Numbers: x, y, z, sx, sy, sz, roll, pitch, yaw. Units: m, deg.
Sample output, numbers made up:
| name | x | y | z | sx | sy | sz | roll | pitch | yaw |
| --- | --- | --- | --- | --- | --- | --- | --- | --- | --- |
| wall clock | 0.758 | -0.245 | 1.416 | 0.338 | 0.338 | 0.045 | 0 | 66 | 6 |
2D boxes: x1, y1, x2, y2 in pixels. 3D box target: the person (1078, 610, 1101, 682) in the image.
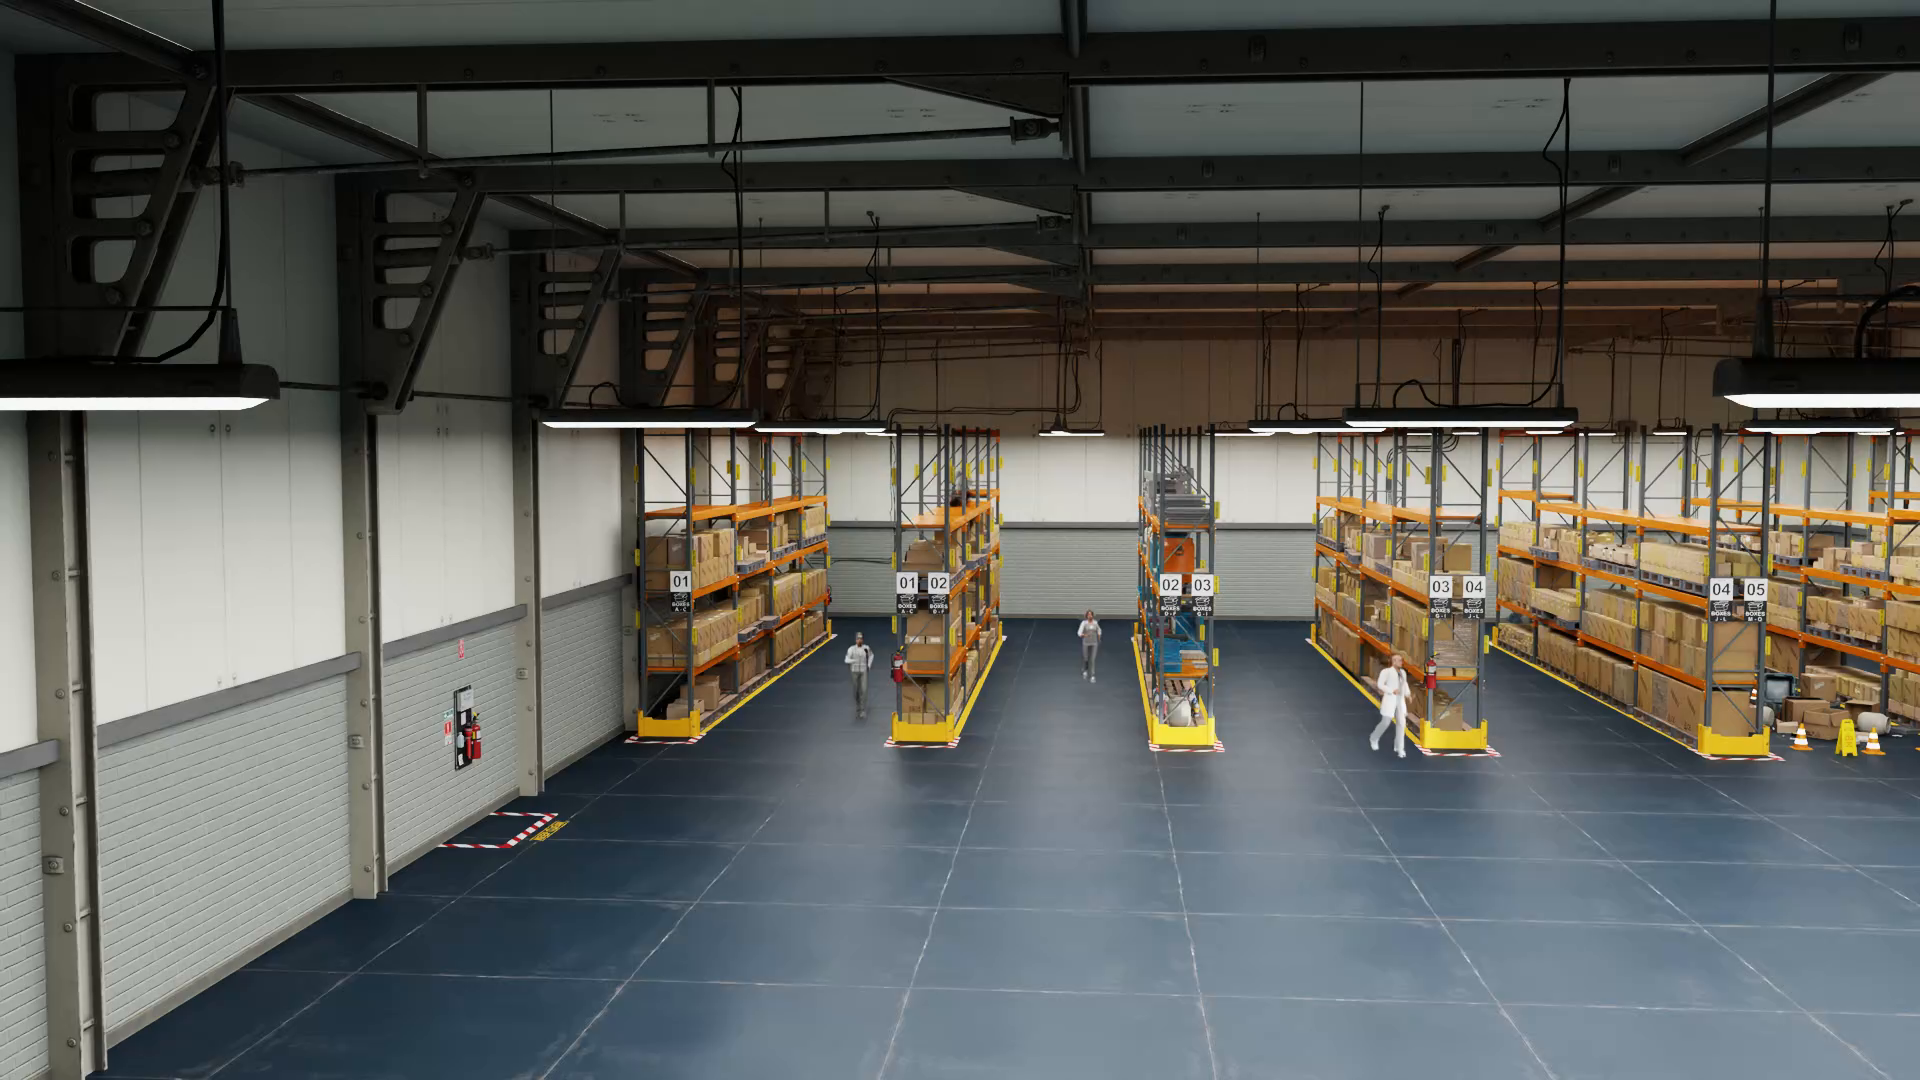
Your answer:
| name | x | y | z | sx | sy | sz | roll | pitch | yaw |
| --- | --- | --- | --- | --- | --- | --- | --- | --- | --- |
| person | 2.921 | 2.365 | 37.302 | 0.551 | 1.586 | 0.760 | 0 | 3 | -4 |

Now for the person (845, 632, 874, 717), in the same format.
| name | x | y | z | sx | sy | sz | roll | pitch | yaw |
| --- | --- | --- | --- | --- | --- | --- | --- | --- | --- |
| person | -2.079 | 2.756 | 34.428 | 0.605 | 1.713 | 0.855 | 0 | 3 | -6 |

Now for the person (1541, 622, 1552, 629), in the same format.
| name | x | y | z | sx | sy | sz | roll | pitch | yaw |
| --- | --- | --- | --- | --- | --- | --- | --- | --- | --- |
| person | 16.856 | 1.999 | 47.790 | 0.698 | 1.705 | 0.558 | -1 | 4 | -16 |

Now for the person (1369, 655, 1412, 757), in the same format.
| name | x | y | z | sx | sy | sz | roll | pitch | yaw |
| --- | --- | --- | --- | --- | --- | --- | --- | --- | --- |
| person | 7.934 | 2.988 | 30.283 | 0.772 | 1.776 | 0.966 | -1 | 4 | -21 |

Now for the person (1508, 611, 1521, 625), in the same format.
| name | x | y | z | sx | sy | sz | roll | pitch | yaw |
| --- | --- | --- | --- | --- | --- | --- | --- | --- | --- |
| person | 15.871 | 1.999 | 47.399 | 0.657 | 1.781 | 0.718 | 2 | 4 | 32 |
